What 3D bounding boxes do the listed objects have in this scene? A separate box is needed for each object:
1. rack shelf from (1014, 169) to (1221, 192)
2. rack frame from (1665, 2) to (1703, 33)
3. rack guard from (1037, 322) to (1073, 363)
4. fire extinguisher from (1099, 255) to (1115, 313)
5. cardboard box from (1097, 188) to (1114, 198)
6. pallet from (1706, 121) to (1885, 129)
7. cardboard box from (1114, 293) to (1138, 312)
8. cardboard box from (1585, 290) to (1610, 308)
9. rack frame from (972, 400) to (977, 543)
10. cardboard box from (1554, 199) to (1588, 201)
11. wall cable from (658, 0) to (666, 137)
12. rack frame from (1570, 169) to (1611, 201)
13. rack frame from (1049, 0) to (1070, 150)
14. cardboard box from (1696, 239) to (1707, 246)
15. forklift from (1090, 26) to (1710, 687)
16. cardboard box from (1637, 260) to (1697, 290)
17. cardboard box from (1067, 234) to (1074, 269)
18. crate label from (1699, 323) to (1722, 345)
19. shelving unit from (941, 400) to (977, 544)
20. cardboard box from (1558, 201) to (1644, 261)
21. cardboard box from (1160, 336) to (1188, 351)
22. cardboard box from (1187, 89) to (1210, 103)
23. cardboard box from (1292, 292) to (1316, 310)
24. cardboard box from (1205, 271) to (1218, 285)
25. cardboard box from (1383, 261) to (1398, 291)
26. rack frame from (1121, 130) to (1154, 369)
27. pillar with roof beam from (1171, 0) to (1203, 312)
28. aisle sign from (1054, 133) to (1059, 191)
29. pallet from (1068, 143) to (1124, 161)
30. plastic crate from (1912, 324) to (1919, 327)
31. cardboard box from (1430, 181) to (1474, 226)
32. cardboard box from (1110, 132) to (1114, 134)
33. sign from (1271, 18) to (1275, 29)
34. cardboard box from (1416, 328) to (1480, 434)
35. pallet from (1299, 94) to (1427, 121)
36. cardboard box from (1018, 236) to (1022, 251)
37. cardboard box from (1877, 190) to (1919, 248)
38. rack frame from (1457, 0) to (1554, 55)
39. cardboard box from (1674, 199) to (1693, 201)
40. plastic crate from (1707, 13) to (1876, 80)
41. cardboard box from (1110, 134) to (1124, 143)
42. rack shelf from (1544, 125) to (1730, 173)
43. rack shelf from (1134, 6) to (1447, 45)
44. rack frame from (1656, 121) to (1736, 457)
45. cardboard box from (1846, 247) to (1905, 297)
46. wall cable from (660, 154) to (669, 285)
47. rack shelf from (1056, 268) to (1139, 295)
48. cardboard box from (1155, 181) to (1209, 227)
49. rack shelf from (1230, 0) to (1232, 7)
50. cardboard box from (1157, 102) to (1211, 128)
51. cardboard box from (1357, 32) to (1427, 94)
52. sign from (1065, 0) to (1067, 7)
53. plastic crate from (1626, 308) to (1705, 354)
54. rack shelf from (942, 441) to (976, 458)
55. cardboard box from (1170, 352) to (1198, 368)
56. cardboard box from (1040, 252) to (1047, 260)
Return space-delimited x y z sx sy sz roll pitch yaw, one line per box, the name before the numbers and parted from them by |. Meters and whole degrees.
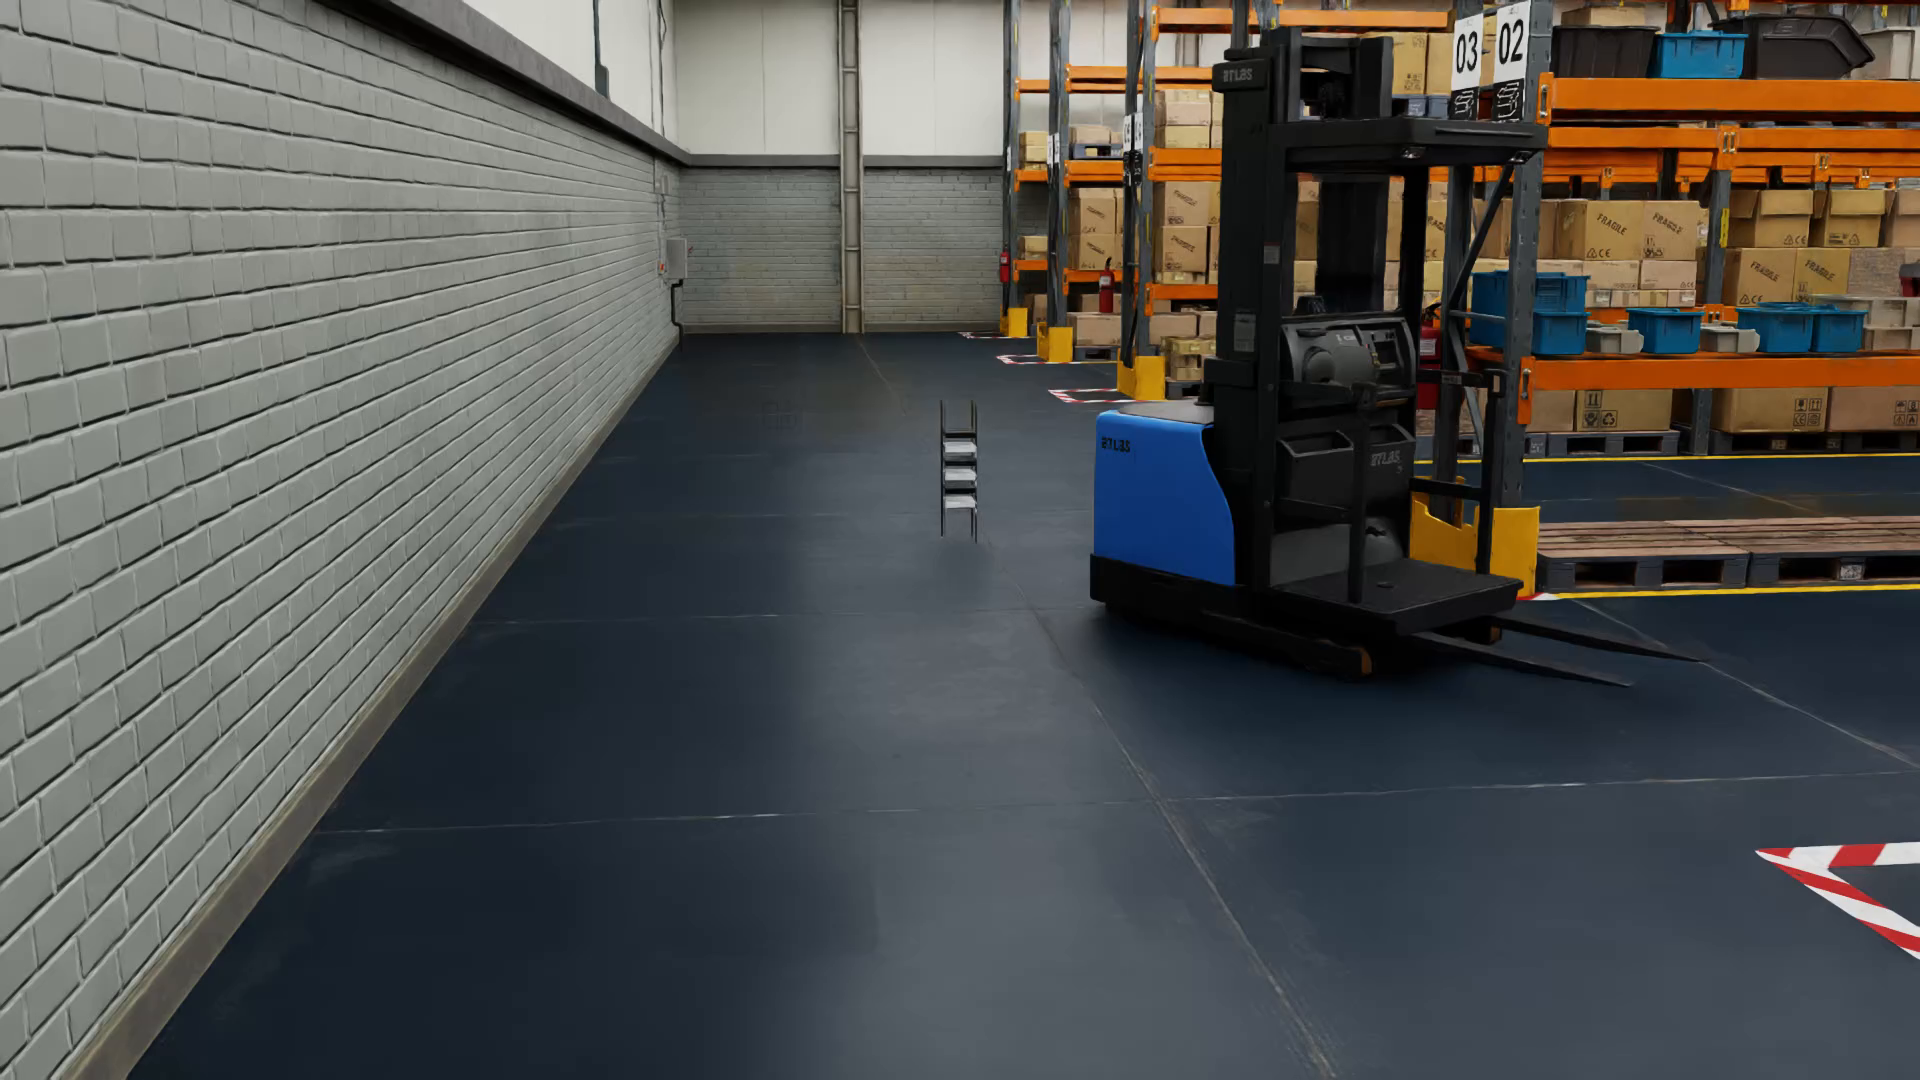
rack shelf | 2.854 -6.231 28.876 4.000 0.370 1.077 -1 11 -6
rack frame | 12.795 -8.264 29.576 0.127 3.000 1.000 -1 11 -6
rack guard | 1.381 -2.892 24.281 0.348 0.500 1.175 -1 11 -6
fire extinguisher | 1.740 -3.034 19.691 0.183 0.674 0.296 -1 11 -6
cardboard box | 2.041 -4.950 23.738 0.250 0.149 0.380 -1 11 -5
pallet | 7.358 -3.708 14.673 1.217 0.209 0.805 -2 11 -8
cardboard box | 2.874 -4.047 29.068 0.500 0.500 0.500 -1 11 -5
cardboard box | 5.417 -2.093 14.389 0.250 0.149 0.380 -1 11 -5
rack frame | 0.093 -0.443 10.791 0.006 0.900 0.240 -1 11 -6
cardboard box | 8.873 -4.764 24.474 0.500 0.500 0.500 -2 11 -8
wall cable | -4.561 -7.587 26.037 0.133 3.039 2.988 -1 11 -6
rack frame | 9.358 -4.285 24.890 0.127 3.000 1.000 -1 11 -6
rack frame | 1.405 -7.062 23.463 0.127 3.000 1.000 -1 11 -6
cardboard box | 8.528 -3.448 19.420 0.250 0.149 0.380 -1 11 -6
forklift | 2.009 -0.898 7.838 1.130 2.935 3.031 -9 14 -38
cardboard box | 6.041 -2.314 14.482 0.500 0.250 0.500 -1 11 -7
cardboard box | 1.856 -4.229 24.342 0.500 0.500 0.500 -1 11 -6
crate label | 4.365 -1.234 9.896 0.243 0.136 0.396 -1 11 -6
shelving unit | -0.008 -0.441 10.780 0.210 0.900 0.258 -1 11 -6
cardboard box | 5.525 -2.671 14.354 0.500 0.500 0.500 -1 11 -5
cardboard box | 2.539 -2.330 19.704 0.250 0.149 0.380 -1 11 -5
cardboard box | 2.642 -4.976 18.684 0.250 0.149 0.380 -1 11 -4
cardboard box | 2.864 -2.039 14.115 0.250 0.149 0.380 -1 11 -5
cardboard box | 2.919 -3.001 19.007 0.250 0.149 0.380 -2 11 -8
cardboard box | 3.498 -2.261 14.210 0.500 0.250 0.500 -1 11 -7
rack frame | 2.040 -3.171 19.224 0.127 3.000 1.000 -1 11 -6
pillar with roof beam | 4.517 -7.430 25.335 0.400 9.000 9.100 -1 11 -6
aisle sign | 1.365 -5.337 23.501 0.004 0.787 0.394 -1 11 -6
pallet | 2.142 -5.564 23.850 1.213 0.211 1.003 -1 11 -6
plastic crate | 5.903 -1.171 9.607 0.590 0.125 0.437 -1 11 -6
cardboard box | 5.579 -3.879 19.200 0.500 0.500 0.500 -2 11 -8
cardboard box | 2.339 -6.841 28.436 0.500 0.250 0.500 -1 11 -7
sign | 2.529 -4.051 13.452 0.005 0.325 0.100 -1 11 -6
cardboard box | 4.008 -1.429 14.782 0.875 0.875 0.875 -1 11 -6
pallet | 3.212 -3.664 14.183 1.213 0.211 1.003 -1 11 -6
cardboard box | 1.294 -5.203 29.177 0.500 0.250 0.500 -1 11 -4
cardboard box | 8.386 -2.886 14.911 0.637 0.503 0.797 -1 11 -4
rack frame | 3.010 -4.212 8.965 0.127 3.000 1.000 -1 11 -6
cardboard box | 10.954 -5.093 25.197 0.250 0.149 0.380 -2 11 -9
plastic crate | 4.559 -2.689 9.154 0.767 0.338 0.504 -1 11 -6
cardboard box | 2.251 -5.773 23.985 0.250 0.149 0.380 -2 11 -10
rack shelf | 4.464 -3.379 14.367 4.000 0.370 1.077 -1 11 -6
rack shelf | 4.028 -5.802 18.927 4.000 0.370 1.077 -1 11 -6
rack frame | 6.452 -2.301 14.799 0.127 3.000 1.000 -1 11 -6
cardboard box | 7.933 -2.333 14.701 0.500 0.500 0.500 -1 11 -7
wall cable | -4.363 -4.767 24.706 0.122 1.984 0.588 -1 11 -6
rack shelf | 3.393 -3.807 24.323 4.000 0.370 1.077 -1 11 -6
cardboard box | 2.515 -3.816 18.878 0.500 0.500 0.500 -1 11 -6
rack shelf | 2.854 -9.334 28.266 4.000 0.370 1.077 -1 11 -6
cardboard box | 2.515 -4.775 18.695 0.500 0.250 0.500 -1 11 -5
cardboard box | 3.559 -4.004 14.075 0.500 0.500 0.700 -2 11 -8
sign | 1.459 -7.492 22.816 0.005 0.325 0.100 -1 11 -6
plastic crate | 3.946 -1.171 9.329 0.300 0.233 0.416 -1 11 -6
rack shelf | -0.008 -0.585 10.752 0.200 0.077 0.258 -1 11 -6
cardboard box | 2.589 -2.086 19.235 0.250 0.149 0.380 -1 11 -4
cardboard box | 1.470 -4.916 28.747 0.250 0.149 0.380 -1 11 -5
